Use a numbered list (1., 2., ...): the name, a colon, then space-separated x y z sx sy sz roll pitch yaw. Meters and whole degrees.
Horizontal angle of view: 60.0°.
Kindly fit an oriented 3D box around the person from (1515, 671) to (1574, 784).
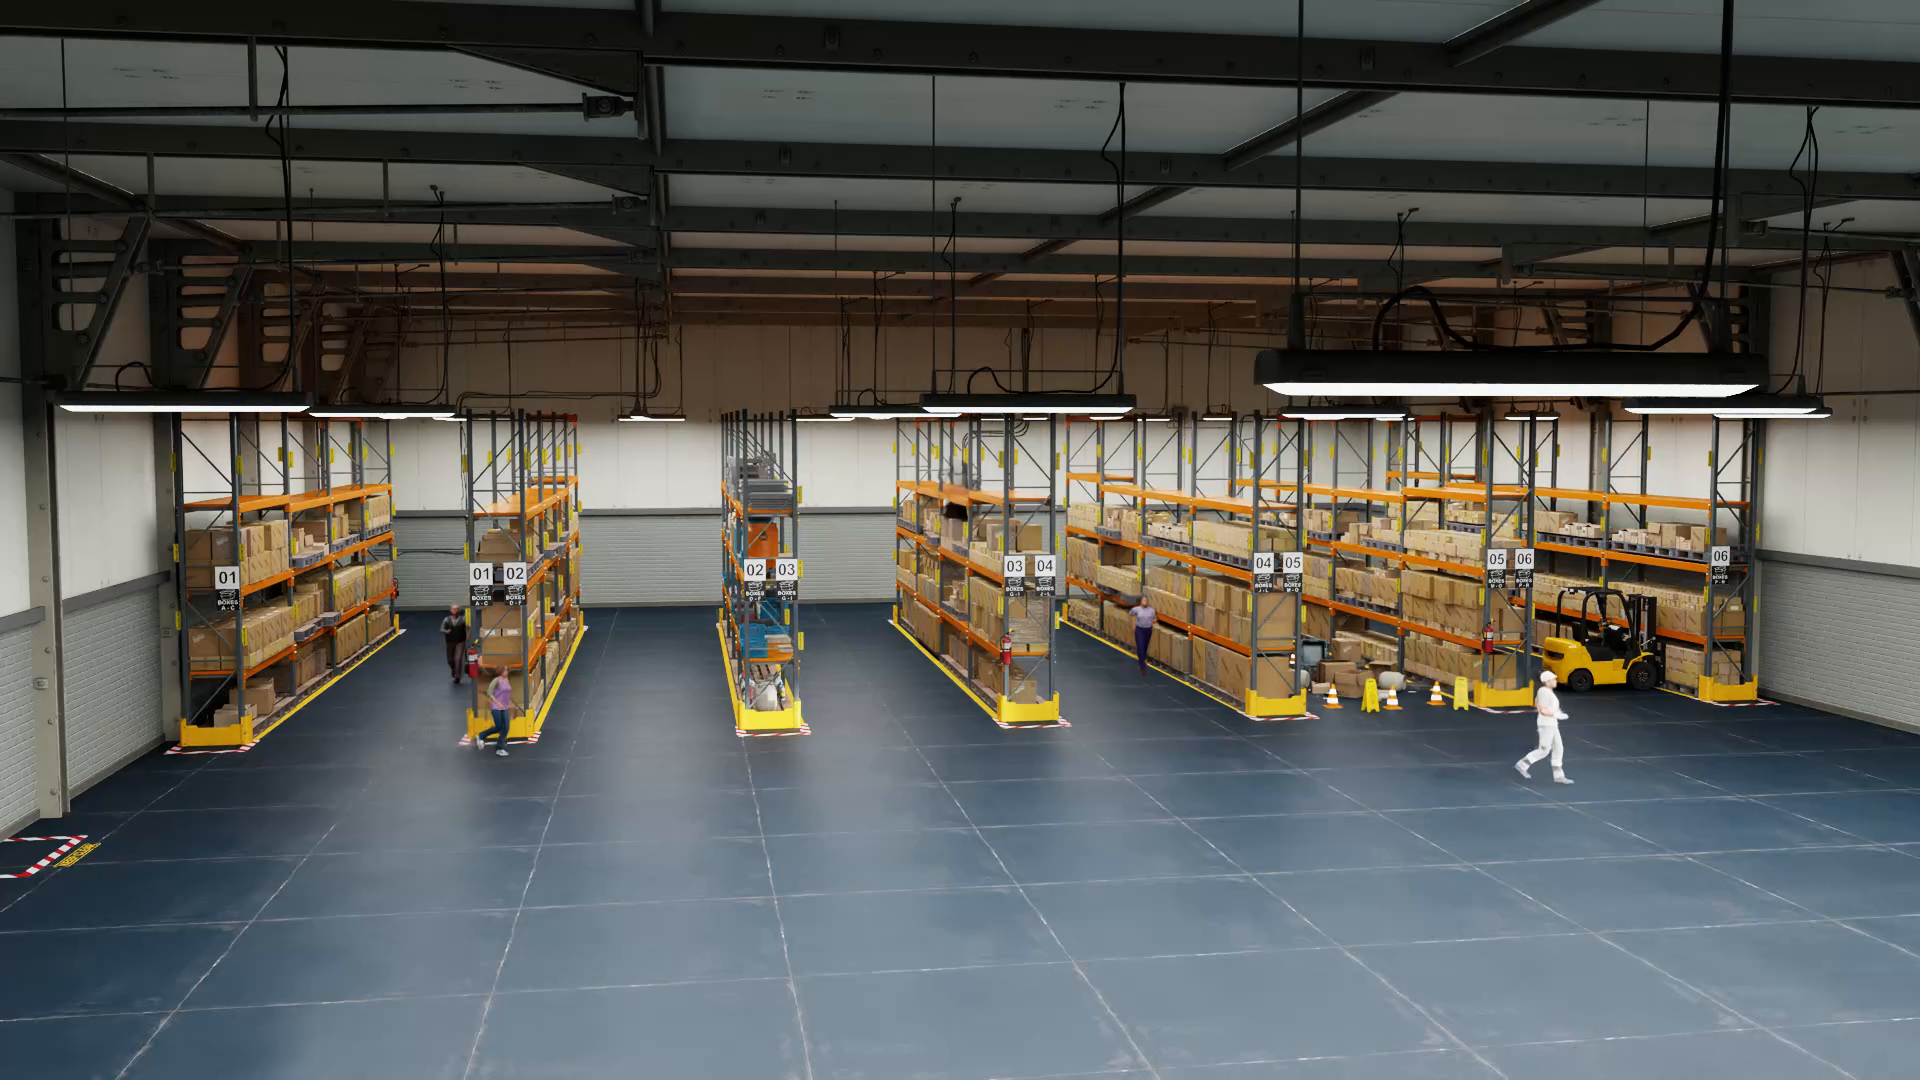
1. person: 9.298 2.964 26.403 0.895 1.778 0.664 2 4 25

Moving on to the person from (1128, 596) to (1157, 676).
1. person: 4.022 2.079 36.390 0.594 1.698 0.781 -1 4 -15

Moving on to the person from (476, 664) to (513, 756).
1. person: -8.041 2.935 28.934 0.649 1.563 0.591 1 4 19

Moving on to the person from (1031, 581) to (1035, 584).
1. person: 2.006 1.630 46.832 0.730 1.690 0.948 -1 4 -7

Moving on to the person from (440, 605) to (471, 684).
1. person: -11.168 2.288 36.840 0.665 1.697 0.945 -1 4 -8
